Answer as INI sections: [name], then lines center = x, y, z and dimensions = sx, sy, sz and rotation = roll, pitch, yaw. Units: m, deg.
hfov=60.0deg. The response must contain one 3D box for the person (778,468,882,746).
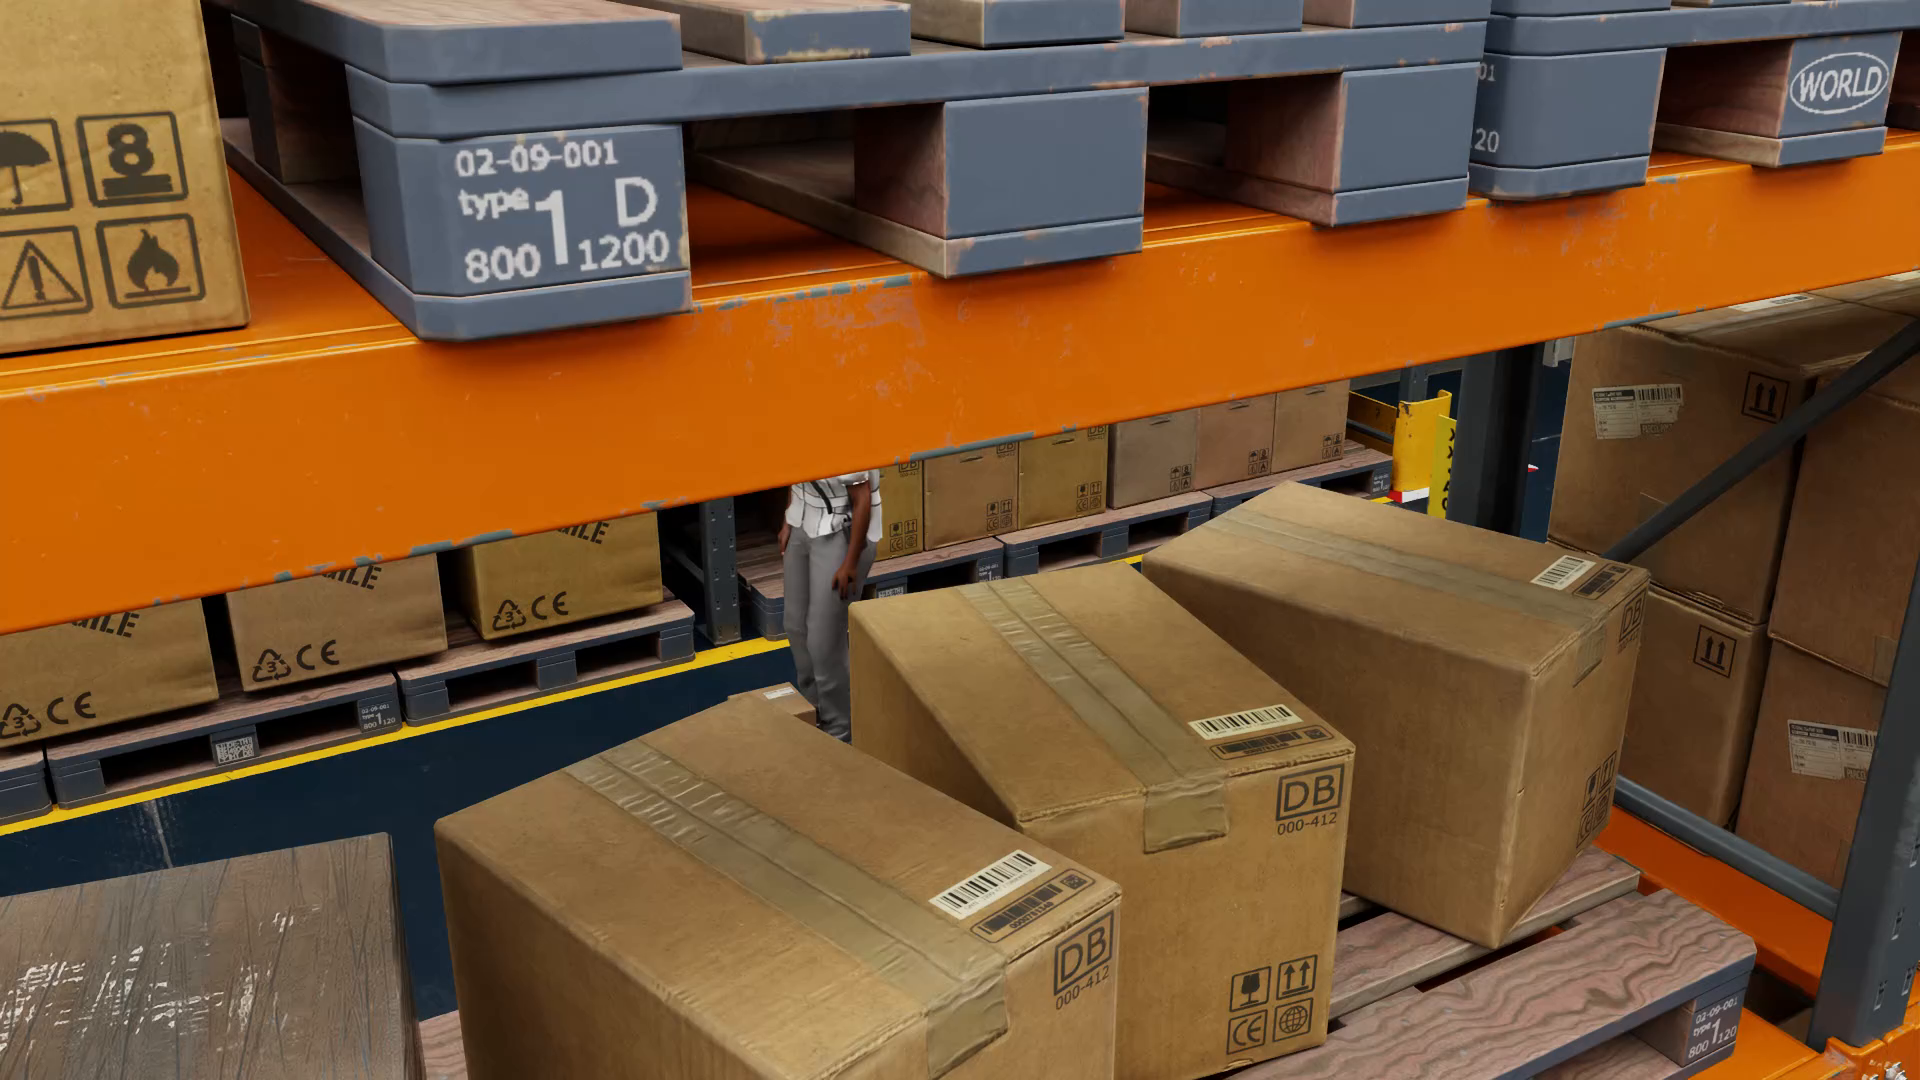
[person]
center = -0.515, 0.017, 6.051
dimensions = 0.427, 1.656, 0.513
rotation = -14, 26, -31
